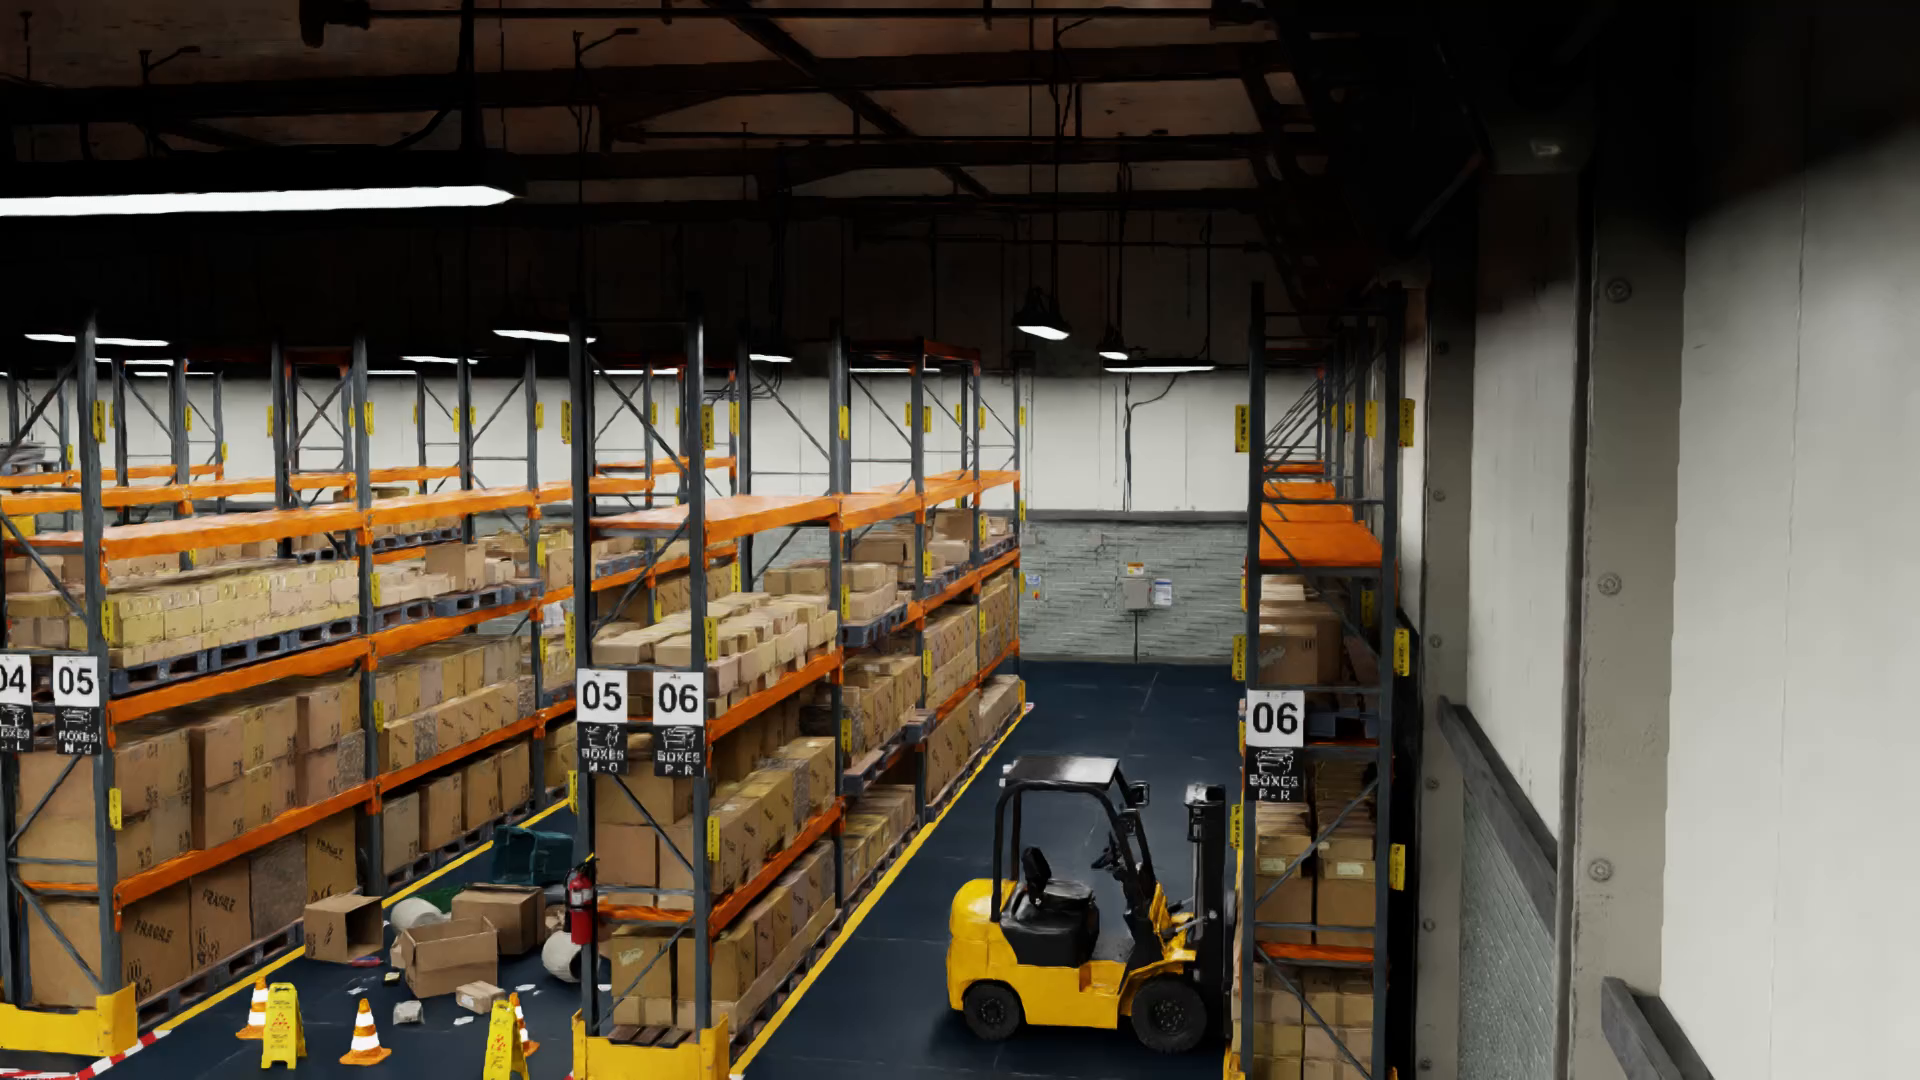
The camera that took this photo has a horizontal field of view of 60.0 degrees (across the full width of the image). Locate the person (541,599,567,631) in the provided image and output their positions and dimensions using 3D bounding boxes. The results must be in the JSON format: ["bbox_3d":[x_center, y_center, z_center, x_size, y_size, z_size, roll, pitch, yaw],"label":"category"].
[{"bbox_3d":[-8.019,1.659,32.729,0.526,1.728,1.031,0,5,2],"label":"person"}]
